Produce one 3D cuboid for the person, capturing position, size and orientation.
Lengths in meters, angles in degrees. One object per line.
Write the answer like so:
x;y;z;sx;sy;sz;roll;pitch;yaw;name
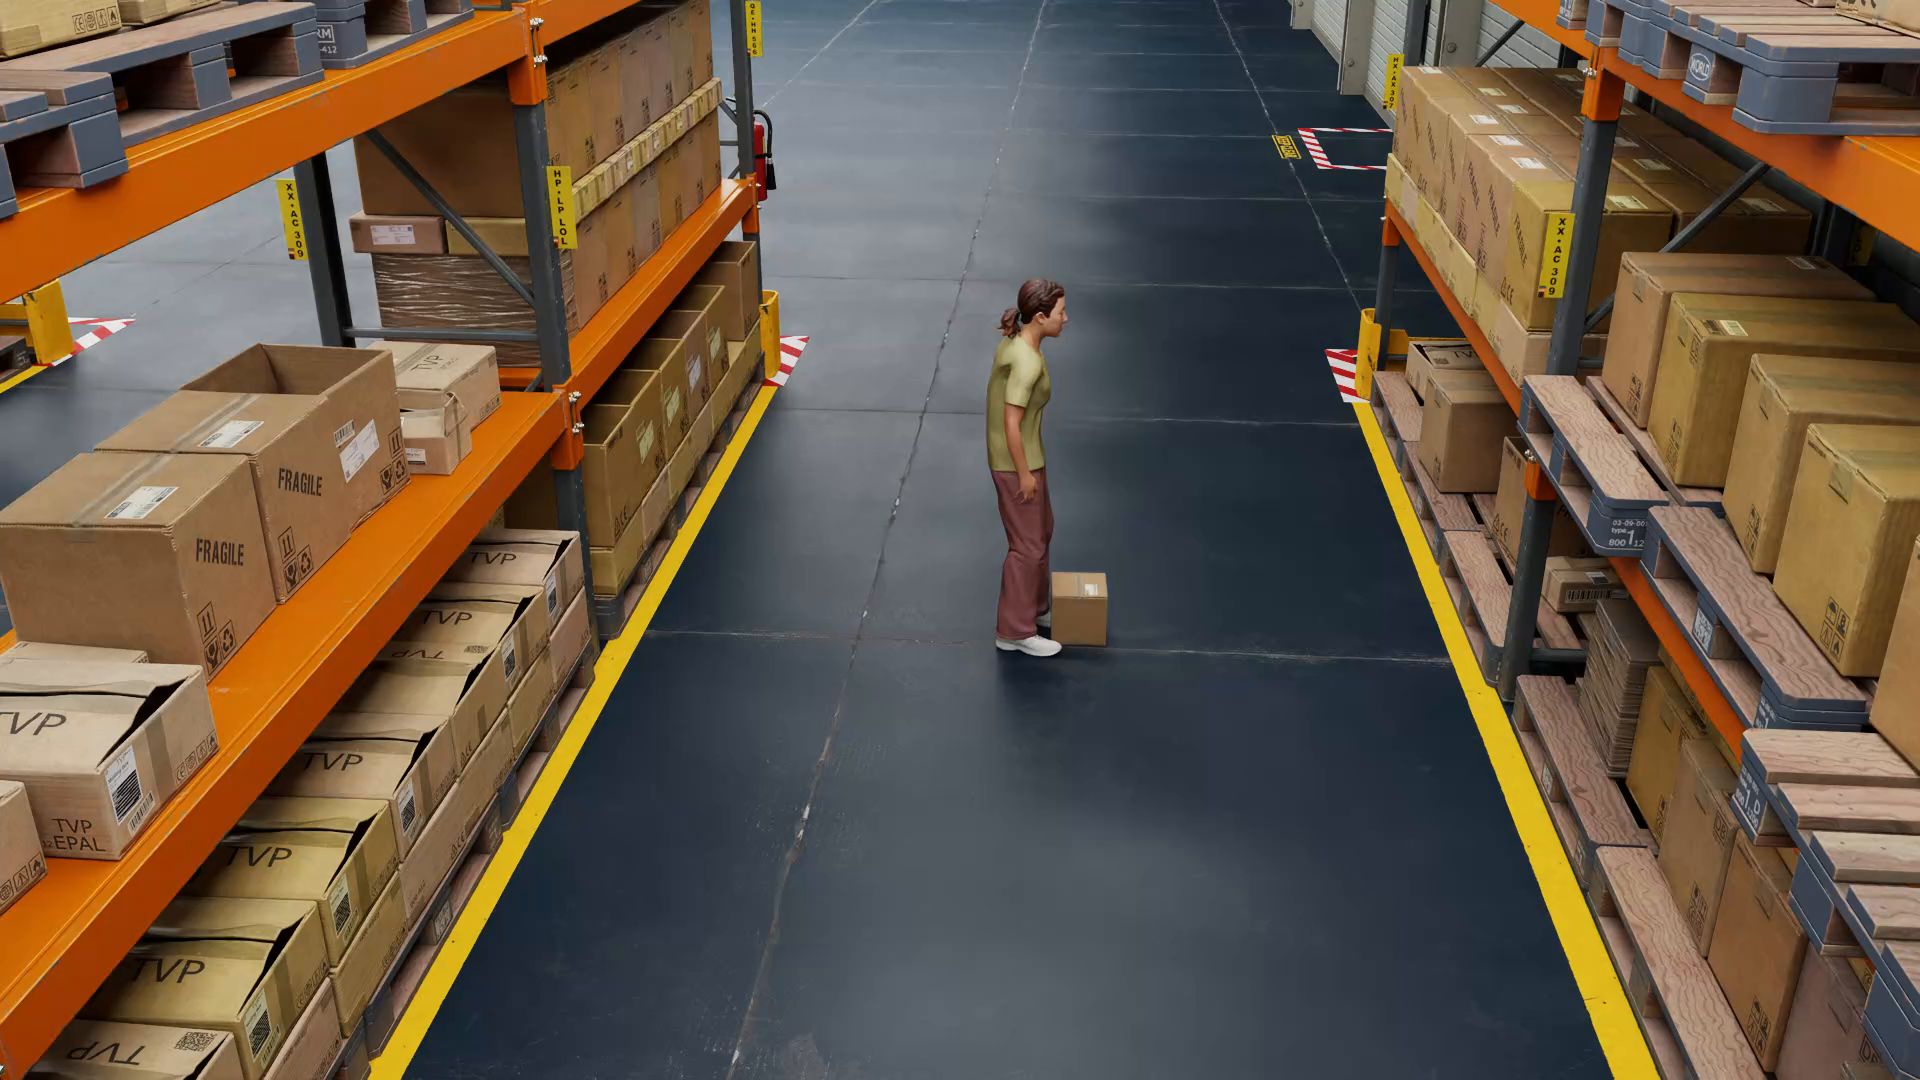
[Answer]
0.320;-0.335;7.339;0.416;1.671;0.510;1;25;1;person
